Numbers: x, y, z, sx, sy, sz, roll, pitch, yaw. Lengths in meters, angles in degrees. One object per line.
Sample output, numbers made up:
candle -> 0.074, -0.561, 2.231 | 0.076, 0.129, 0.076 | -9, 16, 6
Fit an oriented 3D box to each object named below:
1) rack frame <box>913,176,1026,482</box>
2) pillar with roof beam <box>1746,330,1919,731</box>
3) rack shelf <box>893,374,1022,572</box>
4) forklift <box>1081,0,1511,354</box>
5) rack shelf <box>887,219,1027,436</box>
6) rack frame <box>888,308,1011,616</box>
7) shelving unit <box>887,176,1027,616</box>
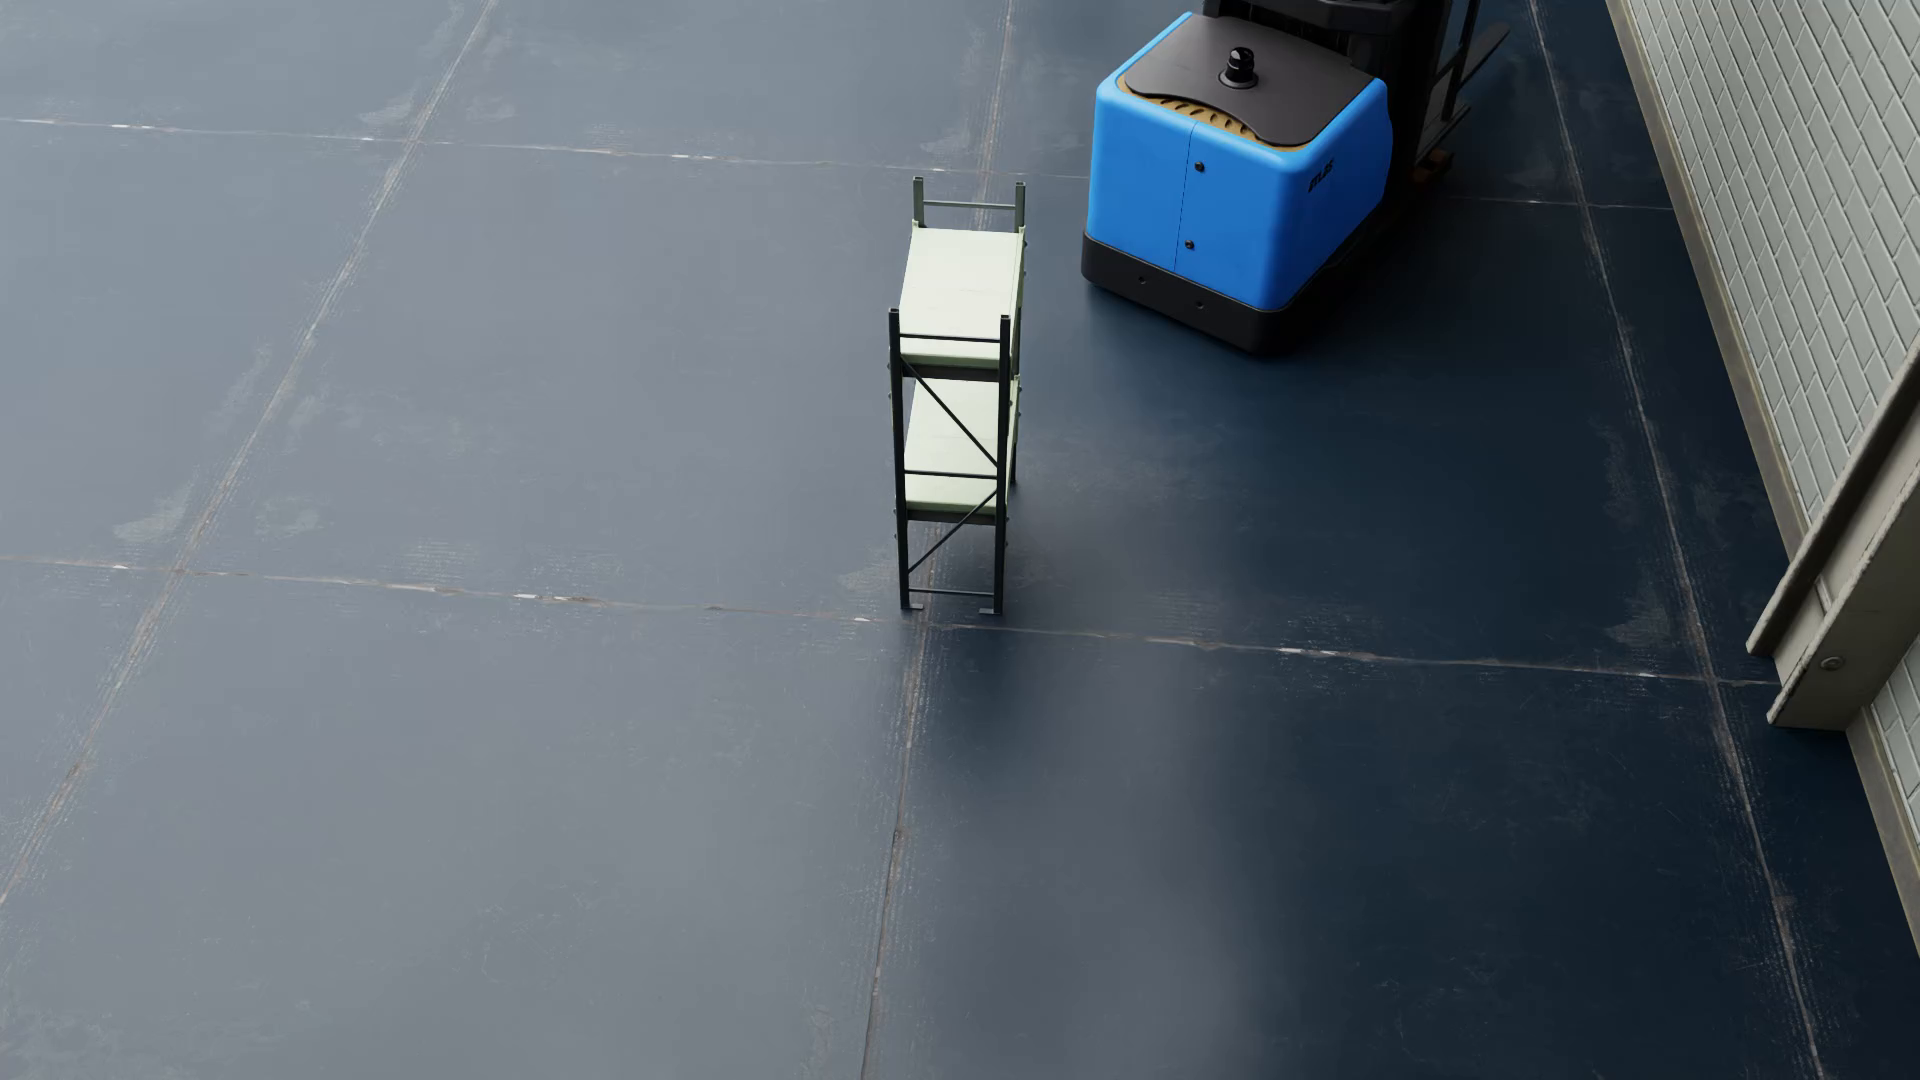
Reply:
rack frame -> 0.033, -0.770, 6.464 | 0.400, 1.500, 0.023 | 4, 48, 4
pillar with roof beam -> -1.121, -2.777, 3.217 | 9.100, 9.000, 0.400 | 4, 48, 4
rack shelf -> -0.001, -0.281, 6.459 | 0.431, 0.370, 0.720 | 4, 48, 4
forklift -> 1.837, -2.875, 7.419 | 1.130, 2.935, 3.031 | 28, 53, 23
rack shelf -> -0.001, -0.765, 5.930 | 0.431, 0.370, 0.720 | 4, 48, 4
rack frame -> -0.034, -0.232, 5.972 | 0.400, 1.500, 0.023 | 4, 48, 4
shelving unit -> -0.001, -0.501, 6.218 | 0.431, 1.500, 0.755 | 4, 48, 4
